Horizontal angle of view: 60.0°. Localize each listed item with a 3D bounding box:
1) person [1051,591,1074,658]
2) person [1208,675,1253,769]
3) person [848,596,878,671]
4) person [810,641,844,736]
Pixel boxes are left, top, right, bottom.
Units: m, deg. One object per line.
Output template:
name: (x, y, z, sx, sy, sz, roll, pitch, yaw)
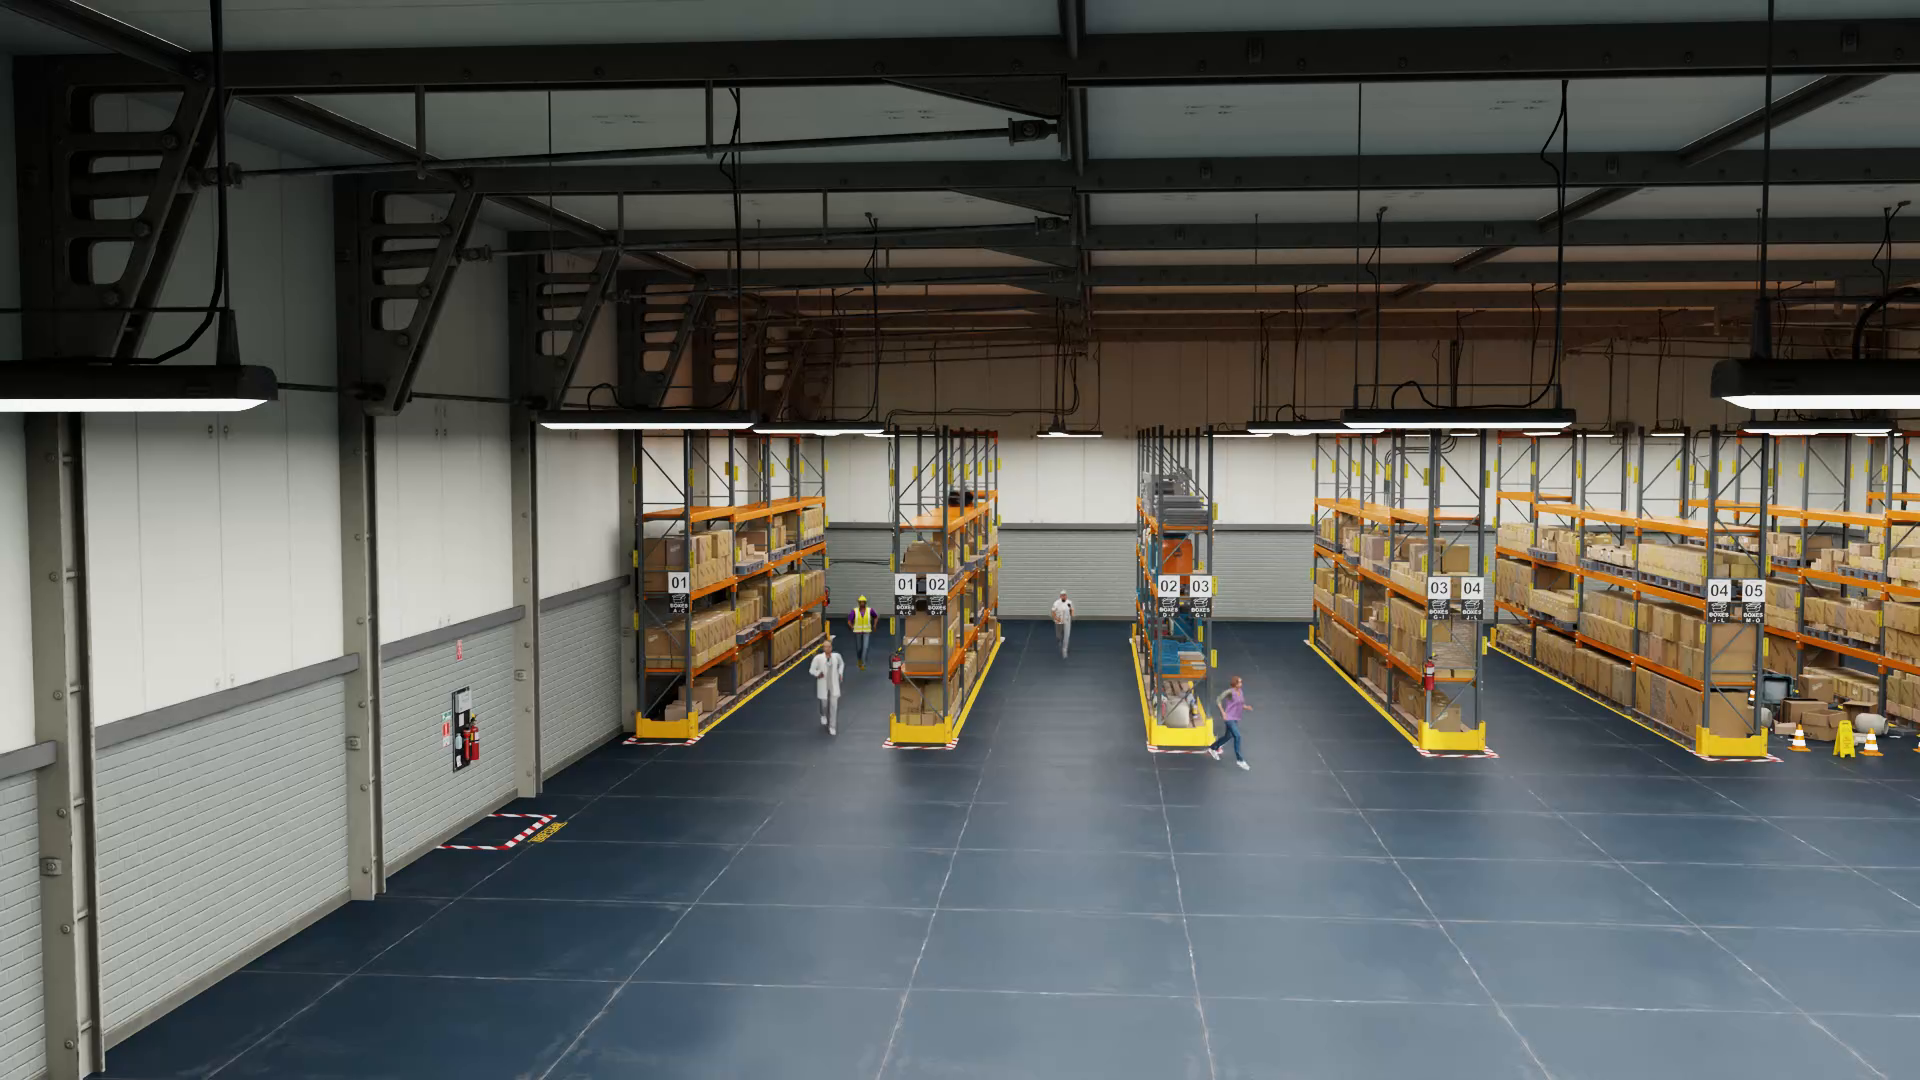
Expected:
person: (2.615, 2.116, 42.290, 0.583, 1.651, 1.017, 0, 3, 5)
person: (4.737, 3.170, 29.224, 0.878, 1.611, 0.492, 3, 4, 38)
person: (-2.299, 2.203, 39.461, 0.713, 1.734, 0.821, 0, 3, -3)
person: (-2.591, 2.871, 32.602, 0.710, 1.790, 1.043, -1, 4, -13)
